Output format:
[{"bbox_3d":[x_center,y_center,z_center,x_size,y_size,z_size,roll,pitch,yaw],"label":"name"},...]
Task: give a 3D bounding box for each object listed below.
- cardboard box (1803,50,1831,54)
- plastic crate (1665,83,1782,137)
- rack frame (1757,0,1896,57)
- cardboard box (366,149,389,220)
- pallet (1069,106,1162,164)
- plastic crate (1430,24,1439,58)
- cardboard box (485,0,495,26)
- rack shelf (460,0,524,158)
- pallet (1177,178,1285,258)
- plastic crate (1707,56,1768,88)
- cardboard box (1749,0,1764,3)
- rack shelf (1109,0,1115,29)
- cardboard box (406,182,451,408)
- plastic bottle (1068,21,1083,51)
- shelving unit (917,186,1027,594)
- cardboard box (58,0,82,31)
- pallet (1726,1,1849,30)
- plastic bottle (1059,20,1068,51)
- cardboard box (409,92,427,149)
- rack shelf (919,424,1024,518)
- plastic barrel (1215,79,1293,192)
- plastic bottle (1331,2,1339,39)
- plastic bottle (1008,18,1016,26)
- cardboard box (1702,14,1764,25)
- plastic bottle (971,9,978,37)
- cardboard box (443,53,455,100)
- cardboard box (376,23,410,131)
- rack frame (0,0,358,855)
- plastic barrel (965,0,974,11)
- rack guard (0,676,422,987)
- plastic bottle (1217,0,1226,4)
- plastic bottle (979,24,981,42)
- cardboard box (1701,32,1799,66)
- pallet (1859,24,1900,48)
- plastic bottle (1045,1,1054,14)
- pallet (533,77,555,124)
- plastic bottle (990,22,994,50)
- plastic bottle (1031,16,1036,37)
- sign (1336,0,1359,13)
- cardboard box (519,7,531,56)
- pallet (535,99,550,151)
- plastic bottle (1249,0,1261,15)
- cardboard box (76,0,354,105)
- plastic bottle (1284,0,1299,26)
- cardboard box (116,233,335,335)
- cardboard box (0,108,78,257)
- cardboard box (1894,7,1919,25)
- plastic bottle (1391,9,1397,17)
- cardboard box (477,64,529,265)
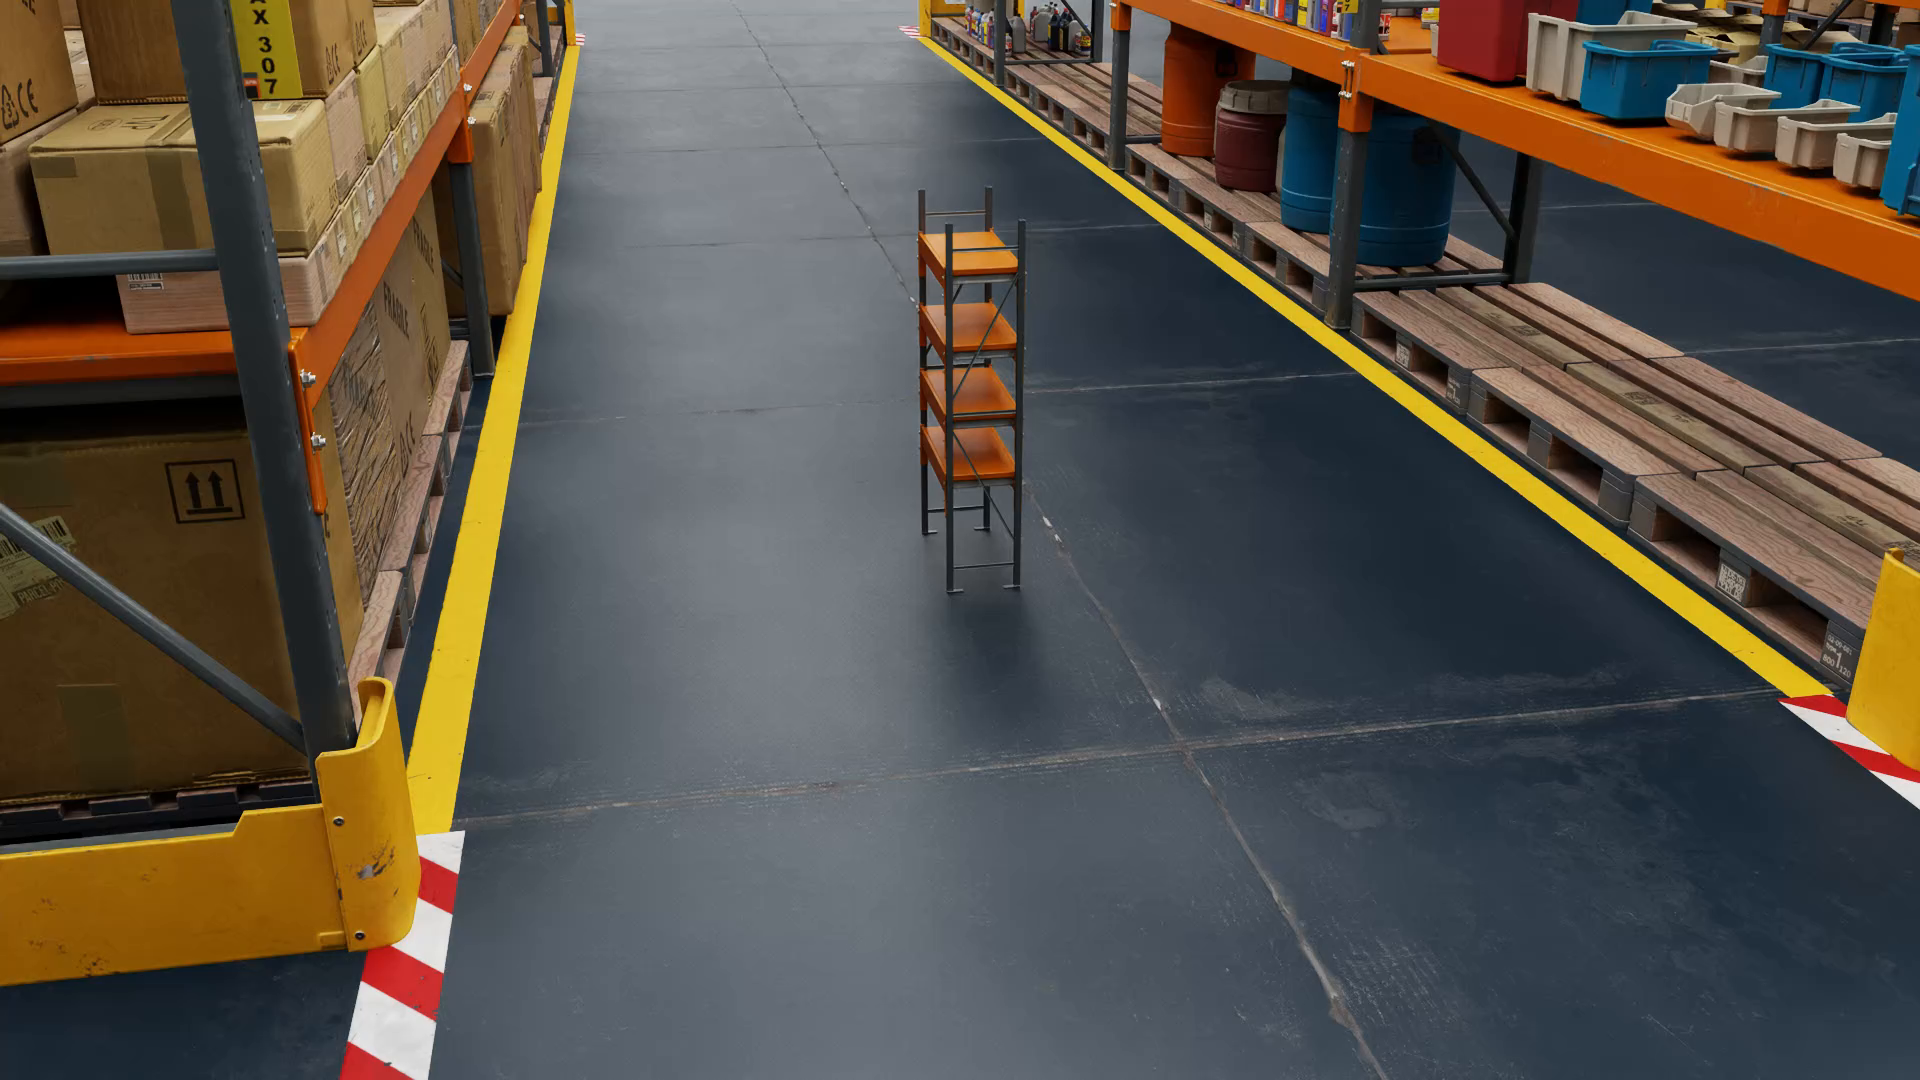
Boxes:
[{"bbox_3d":[6.224,-3.243,12.000,0.500,0.500,0.500,-3,24,-7],"label":"cardboard box"},{"bbox_3d":[2.515,-1.427,5.524,0.298,0.136,0.250,-4,24,-10],"label":"plastic crate"},{"bbox_3d":[6.421,-4.387,12.047,1.000,3.000,0.127,-4,24,-10],"label":"rack frame"},{"bbox_3d":[-1.769,-0.961,4.517,0.380,0.149,0.250,-5,24,-11],"label":"cardboard box"},{"bbox_3d":[1.447,-3.051,12.473,1.003,0.211,1.213,-4,24,-10],"label":"pallet"},{"bbox_3d":[2.237,-2.161,7.205,0.396,0.136,0.243,-4,24,-10],"label":"plastic crate"},{"bbox_3d":[-2.702,-2.924,8.573,0.500,0.500,0.500,-4,24,-9],"label":"cardboard box"},{"bbox_3d":[-2.946,-2.539,8.714,1.077,0.370,4.000,-4,24,-10],"label":"rack shelf"},{"bbox_3d":[1.961,-1.958,9.969,1.003,0.211,1.213,-4,24,-10],"label":"pallet"},{"bbox_3d":[2.909,-1.692,6.132,0.293,0.136,0.466,-4,24,-10],"label":"plastic crate"},{"bbox_3d":[9.848,-6.592,19.906,0.500,0.311,0.500,-7,25,-16],"label":"cardboard box"},{"bbox_3d":[1.182,-4.479,13.156,1.077,0.370,4.000,-4,24,-10],"label":"rack shelf"},{"bbox_3d":[-2.532,-1.035,6.502,0.875,0.875,0.875,-4,24,-10],"label":"cardboard box"},{"bbox_3d":[1.098,-4.831,15.918,0.152,0.276,0.135,-3,24,-8],"label":"plastic bottle"},{"bbox_3d":[0.031,-0.485,5.361,0.258,1.200,0.503,-4,24,-10],"label":"shelving unit"},{"bbox_3d":[-2.554,-1.887,5.202,0.500,0.500,0.500,-5,24,-11],"label":"cardboard box"},{"bbox_3d":[9.938,-6.272,19.846,1.003,0.211,1.213,-4,24,-10],"label":"pallet"},{"bbox_3d":[0.993,-4.827,15.898,0.061,0.283,0.133,-4,24,-10],"label":"plastic bottle"},{"bbox_3d":[-1.960,-1.366,5.443,0.380,0.149,0.250,-5,24,-11],"label":"cardboard box"},{"bbox_3d":[0.031,-0.241,5.467,0.258,0.148,0.480,-4,24,-10],"label":"rack shelf"},{"bbox_3d":[1.868,-2.474,10.154,0.600,0.588,0.708,-4,24,-10],"label":"plastic barrel"},{"bbox_3d":[1.853,-2.532,8.048,0.097,0.201,0.097,0,24,0],"label":"plastic bottle"},{"bbox_3d":[0.515,-4.877,16.022,0.152,0.276,0.135,-4,24,-10],"label":"plastic bottle"},{"bbox_3d":[6.415,-4.211,13.853,0.500,0.311,0.500,-5,24,-11],"label":"cardboard box"},{"bbox_3d":[0.165,-5.249,16.879,0.097,0.271,0.097,0,24,0],"label":"plastic bottle"},{"bbox_3d":[-2.150,-1.770,6.368,0.380,0.149,0.250,-4,24,-9],"label":"cardboard box"},{"bbox_3d":[-1.953,-1.392,5.004,0.500,0.250,0.500,-5,24,-11],"label":"cardboard box"},{"bbox_3d":[-1.836,-0.508,3.166,1.000,3.000,0.127,-4,24,-10],"label":"rack frame"},{"bbox_3d":[0.269,-5.968,18.249,0.421,0.512,0.421,0,24,0],"label":"plastic barrel"},{"bbox_3d":[-1.832,0.647,3.645,1.175,0.500,0.348,-4,24,-10],"label":"rack guard"},{"bbox_3d":[1.571,-3.225,9.542,0.152,0.276,0.135,-4,24,-10],"label":"plastic bottle"},{"bbox_3d":[0.240,-5.057,16.529,0.097,0.201,0.097,0,24,0],"label":"plastic bottle"},{"bbox_3d":[6.082,-3.764,12.831,0.500,0.311,0.500,-4,24,-8],"label":"cardboard box"},{"bbox_3d":[10.390,-5.312,17.649,1.003,0.211,1.213,-4,24,-10],"label":"pallet"},{"bbox_3d":[0.923,-5.246,16.773,0.144,0.351,0.185,-3,24,-8],"label":"plastic bottle"},{"bbox_3d":[-3.910,-3.644,13.831,1.003,0.211,1.213,-4,24,-10],"label":"pallet"},{"bbox_3d":[0.375,-4.890,15.959,0.144,0.351,0.185,-6,24,-12],"label":"plastic bottle"},{"bbox_3d":[0.769,-5.225,16.913,0.097,0.201,0.097,0,24,0],"label":"plastic bottle"},{"bbox_3d":[1.751,-2.535,7.461,0.100,0.325,0.005,-4,24,-10],"label":"sign"},{"bbox_3d":[-4.090,-4.436,14.757,0.500,0.500,0.500,-5,24,-11],"label":"cardboard box"},{"bbox_3d":[-3.681,-3.164,12.730,1.003,0.211,1.213,-4,24,-10],"label":"pallet"},{"bbox_3d":[1.673,-3.009,9.046,0.152,0.276,0.135,-4,24,-10],"label":"plastic bottle"},{"bbox_3d":[-1.752,-1.325,3.915,0.500,0.500,0.500,-5,24,-11],"label":"cardboard box"},{"bbox_3d":[1.766,-2.836,8.557,0.144,0.351,0.185,-4,24,-10],"label":"plastic bottle"},{"bbox_3d":[-1.578,-0.557,3.592,0.380,0.149,0.250,-4,24,-9],"label":"cardboard box"},{"bbox_3d":[-2.187,-0.747,3.528,0.500,0.250,0.500,-5,24,-11],"label":"cardboard box"},{"bbox_3d":[10.317,-5.790,17.832,0.500,0.500,0.500,-6,24,-14],"label":"cardboard box"},{"bbox_3d":[2.260,-2.955,8.922,0.152,0.276,0.135,-4,24,-10],"label":"plastic bottle"},{"bbox_3d":[-2.880,-1.902,8.488,1.225,0.875,0.875,-5,24,-12],"label":"cardboard box"}]
